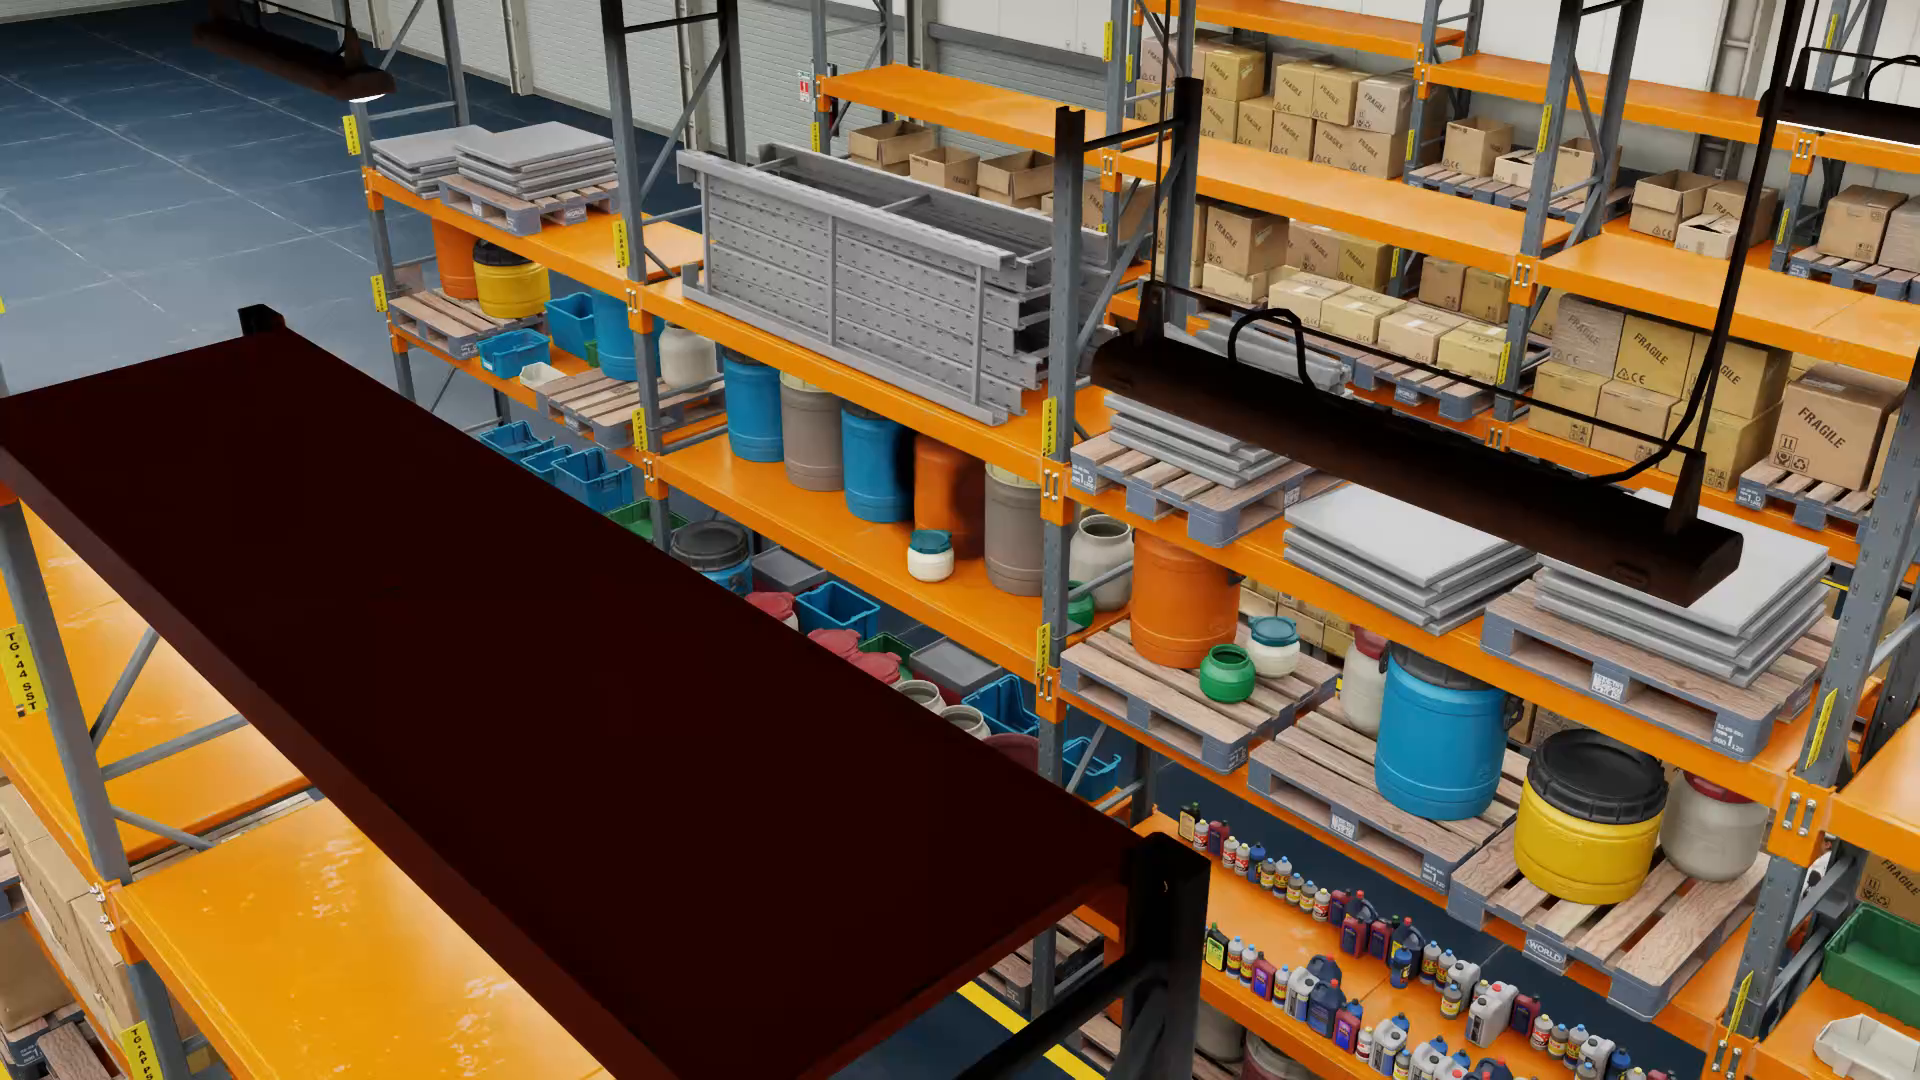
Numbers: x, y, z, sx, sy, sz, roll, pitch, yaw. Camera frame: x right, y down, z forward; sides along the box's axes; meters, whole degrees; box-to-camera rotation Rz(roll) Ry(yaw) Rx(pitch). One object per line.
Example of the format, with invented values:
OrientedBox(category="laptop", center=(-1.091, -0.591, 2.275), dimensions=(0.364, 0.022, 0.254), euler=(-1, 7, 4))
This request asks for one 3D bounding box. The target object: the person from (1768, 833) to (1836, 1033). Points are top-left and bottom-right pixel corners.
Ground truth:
OrientedBox(category="person", center=(5.254, 2.455, 10.513), dimensions=(0.484, 1.714, 0.516), euler=(-14, 31, -24))
